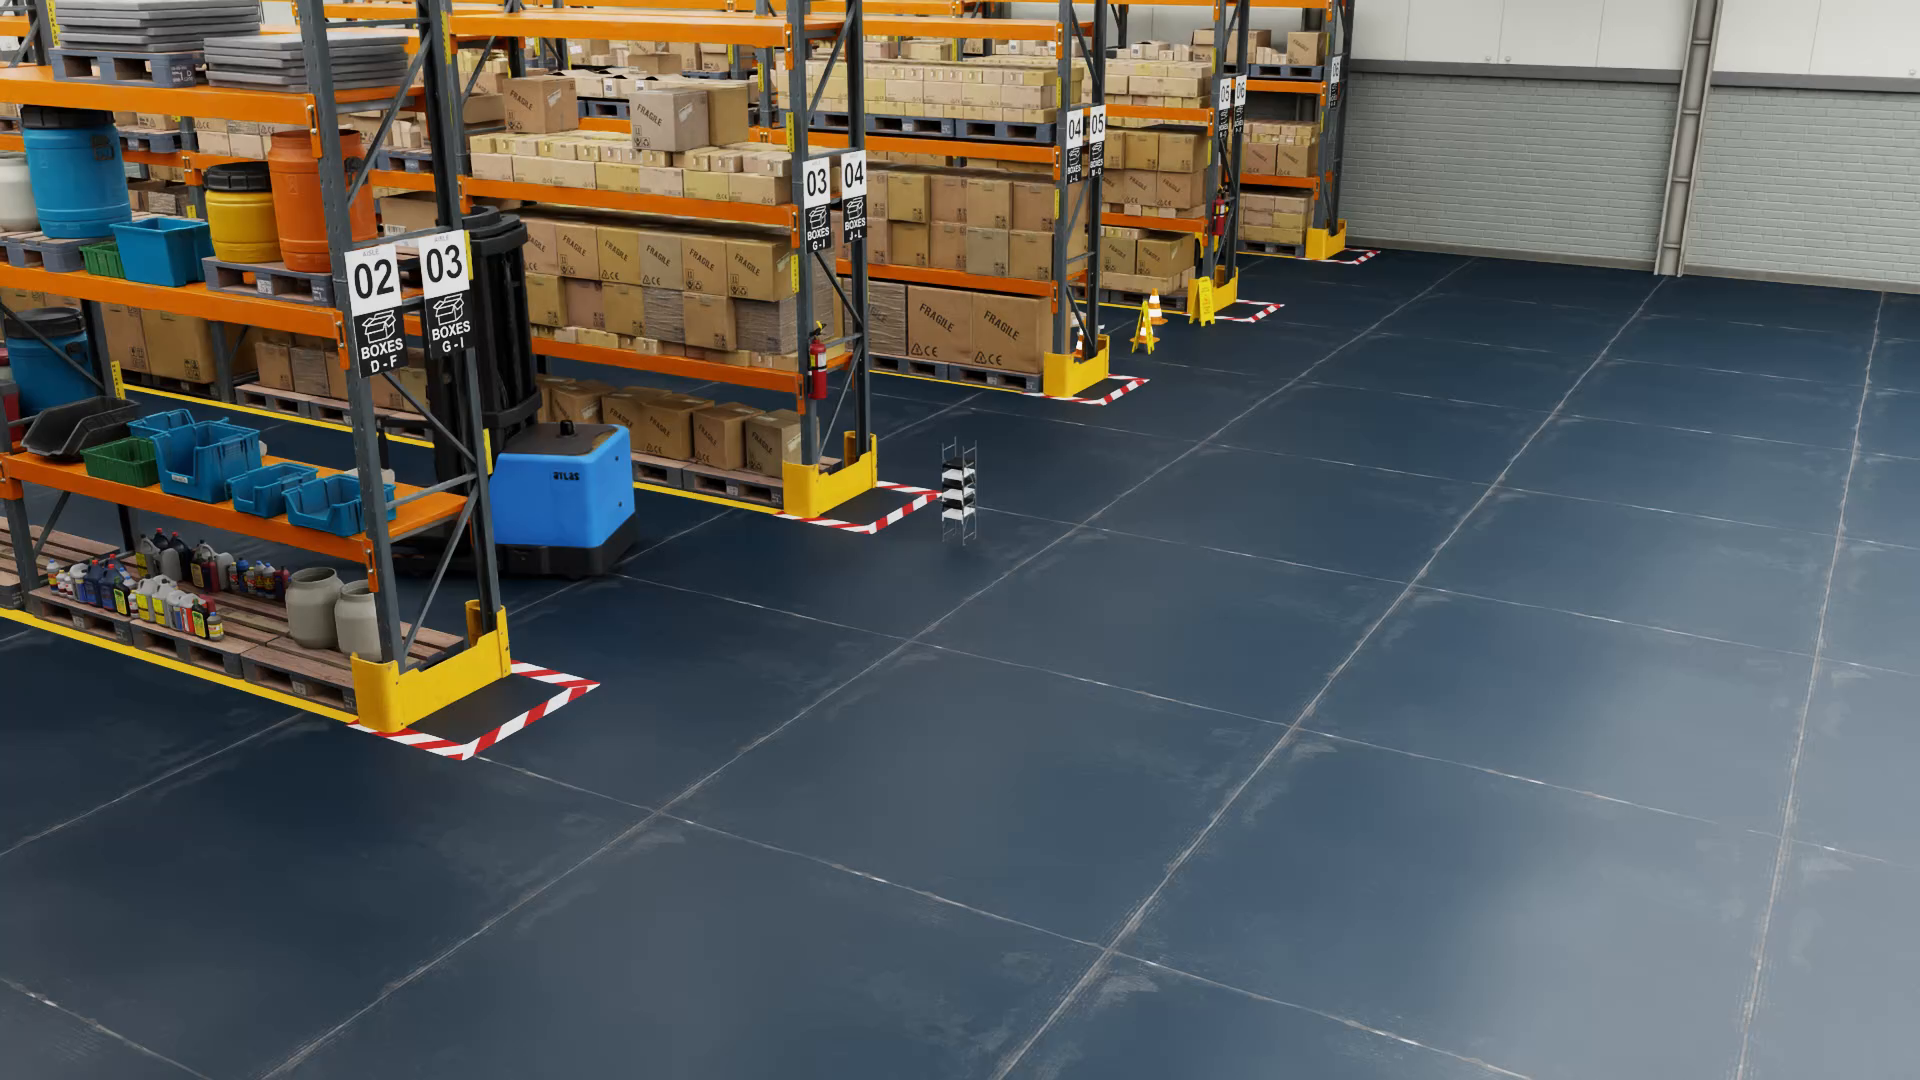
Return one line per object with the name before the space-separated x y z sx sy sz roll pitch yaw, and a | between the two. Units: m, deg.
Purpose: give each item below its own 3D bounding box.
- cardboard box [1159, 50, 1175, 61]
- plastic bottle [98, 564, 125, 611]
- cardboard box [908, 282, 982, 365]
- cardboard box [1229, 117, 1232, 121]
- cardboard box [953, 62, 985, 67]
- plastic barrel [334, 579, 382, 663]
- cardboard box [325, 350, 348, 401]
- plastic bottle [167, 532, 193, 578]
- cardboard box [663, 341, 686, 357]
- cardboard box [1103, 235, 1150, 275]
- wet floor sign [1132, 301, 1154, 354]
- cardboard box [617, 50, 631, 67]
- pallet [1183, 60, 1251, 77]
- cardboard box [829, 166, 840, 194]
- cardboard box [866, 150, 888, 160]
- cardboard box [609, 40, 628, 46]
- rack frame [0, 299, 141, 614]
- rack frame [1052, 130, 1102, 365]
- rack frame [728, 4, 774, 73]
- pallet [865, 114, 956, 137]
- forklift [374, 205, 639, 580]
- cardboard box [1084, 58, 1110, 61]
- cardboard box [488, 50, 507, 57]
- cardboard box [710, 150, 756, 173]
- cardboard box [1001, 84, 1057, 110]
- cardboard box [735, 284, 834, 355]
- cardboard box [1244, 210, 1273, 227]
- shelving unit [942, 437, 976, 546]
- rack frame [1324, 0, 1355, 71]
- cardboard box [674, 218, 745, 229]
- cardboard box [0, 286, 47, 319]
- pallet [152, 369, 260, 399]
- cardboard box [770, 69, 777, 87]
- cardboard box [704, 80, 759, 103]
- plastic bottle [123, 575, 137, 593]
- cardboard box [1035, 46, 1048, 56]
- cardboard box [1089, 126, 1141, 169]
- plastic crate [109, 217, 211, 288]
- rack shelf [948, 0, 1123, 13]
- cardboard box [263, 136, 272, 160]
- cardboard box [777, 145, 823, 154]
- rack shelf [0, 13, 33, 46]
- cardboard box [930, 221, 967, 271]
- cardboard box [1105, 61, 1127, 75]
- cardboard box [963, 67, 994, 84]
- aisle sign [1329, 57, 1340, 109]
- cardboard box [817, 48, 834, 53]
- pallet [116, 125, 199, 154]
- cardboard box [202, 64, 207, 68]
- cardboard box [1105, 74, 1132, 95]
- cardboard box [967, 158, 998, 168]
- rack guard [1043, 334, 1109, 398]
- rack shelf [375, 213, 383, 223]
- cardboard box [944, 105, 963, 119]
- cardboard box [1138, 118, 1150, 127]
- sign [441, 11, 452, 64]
cardboard box | 3.523 -8.126 27.873 0.250 0.149 0.380 12 23 29
plastic bottle | -6.390 0.348 12.544 0.185 0.351 0.144 10 22 25
cardboard box | -0.036 -2.686 20.169 0.875 0.875 0.875 10 22 26
cardboard box | 4.576 -7.094 28.288 0.250 0.149 0.380 11 23 28
cardboard box | 0.112 -5.522 19.525 0.250 0.149 0.380 10 22 27
plastic barrel | -4.177 0.571 11.723 0.421 0.512 0.421 0 20 0
cardboard box | -6.550 -1.865 18.426 0.500 0.500 0.700 13 24 32
plastic bottle | -6.187 0.112 13.195 0.185 0.351 0.144 10 22 25
cardboard box | -2.598 -1.860 15.759 0.250 0.149 0.380 11 23 27
cardboard box | 2.400 -4.138 23.988 0.500 0.500 0.500 12 23 29
wet floor sign | 2.349 -2.727 21.233 0.232 0.644 0.267 7 21 18
cardboard box | -5.368 -7.871 27.145 0.258 0.266 0.396 13 24 32
pallet | 4.427 -7.914 27.812 1.213 0.211 1.003 11 23 27
cardboard box | -1.444 -3.286 15.143 0.500 0.250 0.500 12 23 29
cardboard box | -1.205 -5.967 25.515 0.500 0.500 0.500 12 23 29
cardboard box | -6.719 -10.035 33.314 0.500 0.250 0.500 10 22 26
rack frame | -7.057 -0.980 12.965 0.127 3.000 1.000 11 23 27
rack frame | 1.358 -3.249 19.220 0.127 3.000 1.000 11 23 27
rack frame | -3.301 -8.890 25.973 0.127 3.000 1.000 11 23 27
pallet | -0.364 -4.940 19.614 1.213 0.211 1.003 11 23 27
forklift | -4.367 -1.260 13.838 3.031 2.935 1.130 3 20 7
cardboard box | 1.975 -6.854 23.959 0.250 0.149 0.380 11 23 28
cardboard box | -6.295 -6.631 22.877 0.258 0.266 0.396 11 23 27
cardboard box | -2.006 -3.360 14.764 0.250 0.149 0.380 10 22 25
cardboard box | 0.794 -4.971 18.590 0.500 0.250 0.500 11 23 28
cardboard box | -1.616 -2.075 15.403 0.500 0.500 0.875 11 23 27
cardboard box | 5.091 -5.432 27.922 0.500 0.250 0.500 11 22 27
shelving unit | -0.007 -0.424 14.513 0.210 0.900 0.258 11 23 27
rack frame | 6.101 -9.038 26.381 0.127 3.000 1.000 11 23 27
cardboard box | -2.367 -2.786 15.896 0.500 0.500 0.500 11 23 27
cardboard box | -11.057 -2.883 20.711 0.875 0.875 1.225 11 23 27
pallet | -8.785 -1.962 19.762 1.213 0.211 1.003 11 23 27
cardboard box | -2.886 -7.271 26.107 0.258 0.266 0.396 11 23 27
cardboard box | -2.829 -5.568 20.672 0.500 0.250 0.500 11 23 28
plastic bottle | -6.243 0.399 12.521 0.097 0.271 0.097 0 20 0
cardboard box | 1.501 -8.512 28.936 0.250 0.149 0.380 11 23 27
cardboard box | 2.197 -5.557 23.533 0.500 0.500 0.700 10 22 27
plastic crate | -5.377 -1.945 11.249 0.575 0.384 0.392 11 23 27
rack shelf | 0.863 -9.509 29.323 4.000 0.370 1.077 11 23 27
cardboard box | -6.946 -4.137 17.490 0.500 0.250 0.500 11 23 28
cardboard box | -1.456 -3.503 15.156 0.250 0.149 0.380 11 23 28
rack shelf | -9.880 -5.746 18.948 4.000 0.370 1.077 11 23 27
cardboard box | 0.093 -3.583 19.921 0.550 0.550 0.875 11 23 27
cardboard box | 2.184 -6.617 23.307 0.250 0.149 0.380 10 22 26
cardboard box | 0.230 -5.242 18.753 0.250 0.149 0.380 11 23 28
aisle sign | 6.015 -7.341 26.690 0.004 0.787 0.394 11 23 27
cardboard box | -2.326 -9.067 31.081 0.500 0.250 0.500 11 23 27
pallet | -8.722 -4.532 18.636 1.003 0.211 1.213 12 23 30
cardboard box | -11.020 -7.076 24.859 0.500 0.250 0.500 10 22 25
cardboard box | 2.212 -6.392 23.271 0.500 0.250 0.500 12 23 29
cardboard box | 0.440 -5.435 24.664 0.500 0.500 0.500 11 23 27
rack guard | 1.379 -2.070 19.635 0.348 0.500 1.175 11 23 27
rack shelf | -7.373 -4.574 23.927 4.000 0.370 1.077 11 23 27
cardboard box | 0.013 -4.909 19.004 0.250 0.149 0.380 10 22 27
cardboard box | 3.242 -7.177 28.515 0.250 0.149 0.380 10 22 26
sign | -3.293 -3.199 10.593 0.005 0.325 0.100 11 23 27
